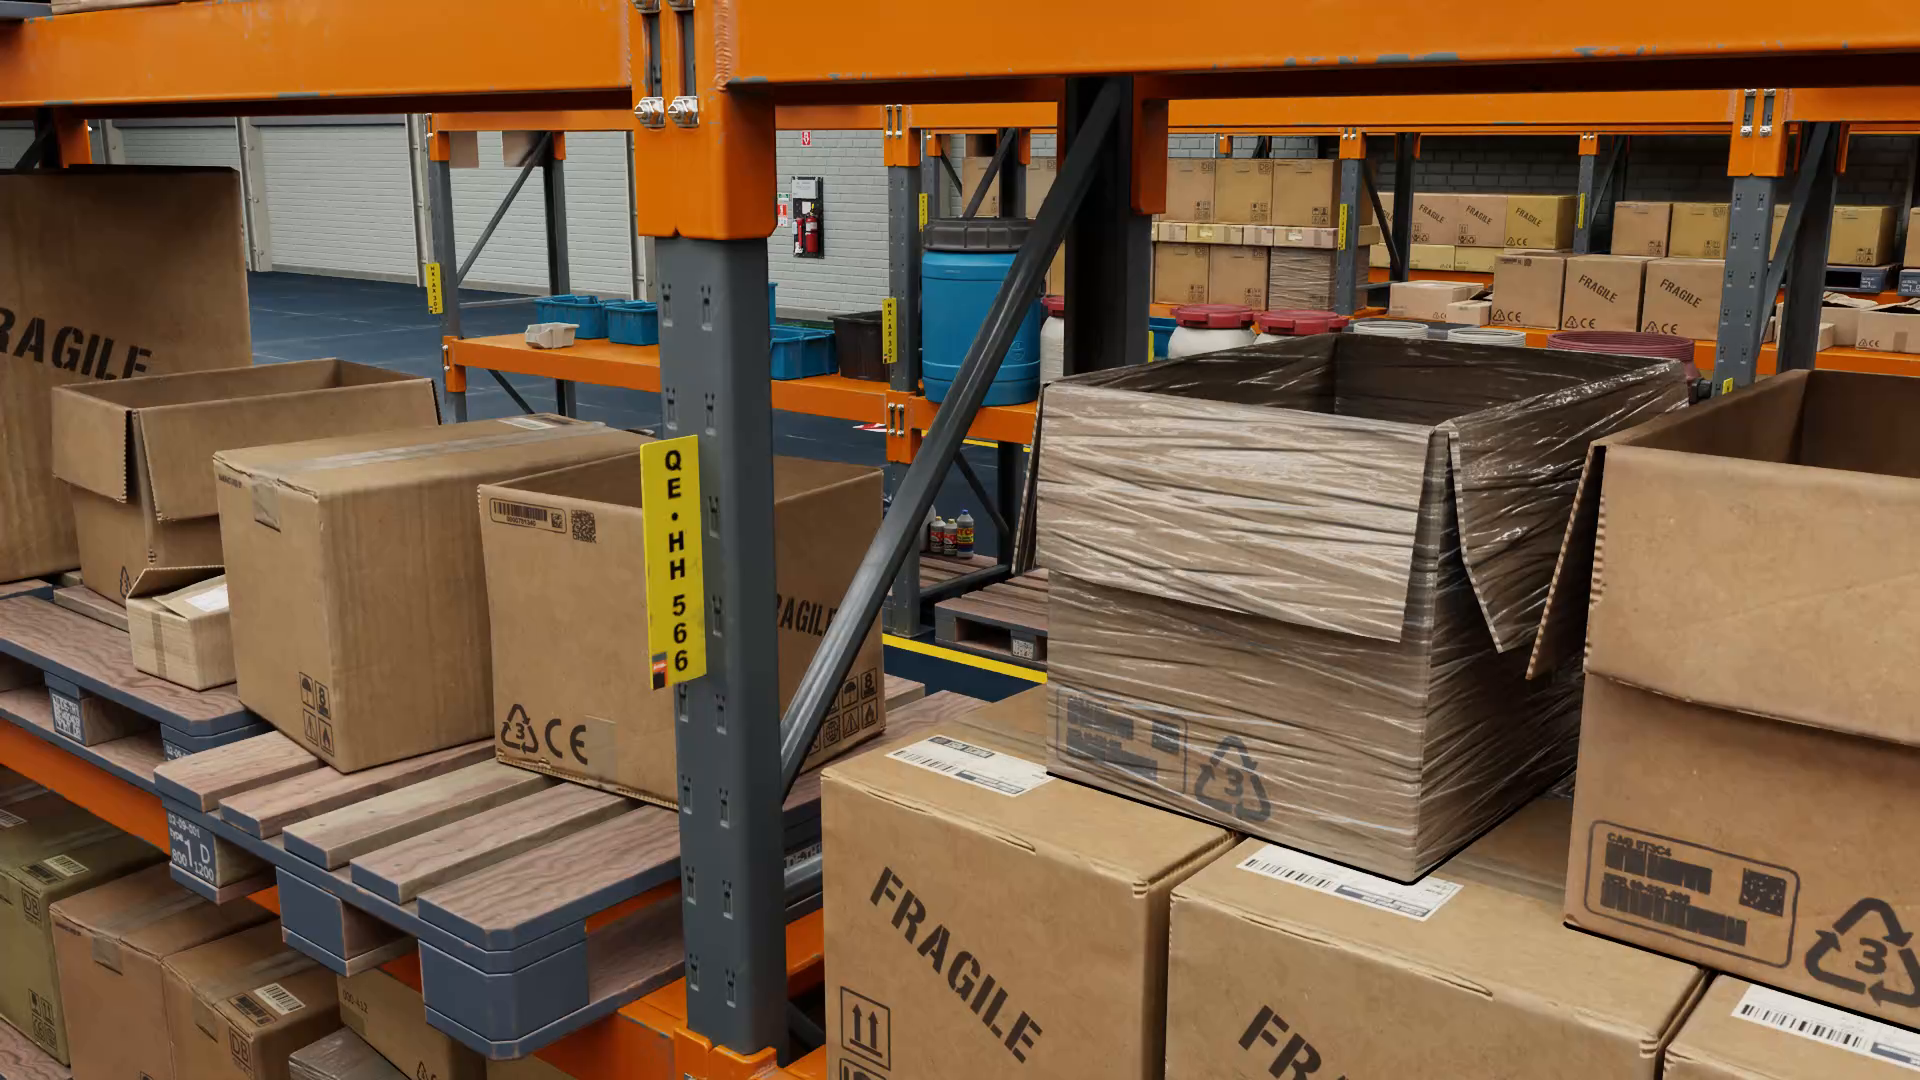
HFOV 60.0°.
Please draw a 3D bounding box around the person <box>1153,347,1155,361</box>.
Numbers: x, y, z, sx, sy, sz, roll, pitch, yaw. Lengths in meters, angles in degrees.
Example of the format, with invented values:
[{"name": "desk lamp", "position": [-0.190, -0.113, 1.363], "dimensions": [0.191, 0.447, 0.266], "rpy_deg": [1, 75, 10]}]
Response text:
[{"name": "person", "position": [0.874, -0.042, 7.622], "dimensions": [0.518, 1.691, 0.446], "rpy_deg": [10, 17, 37]}]
